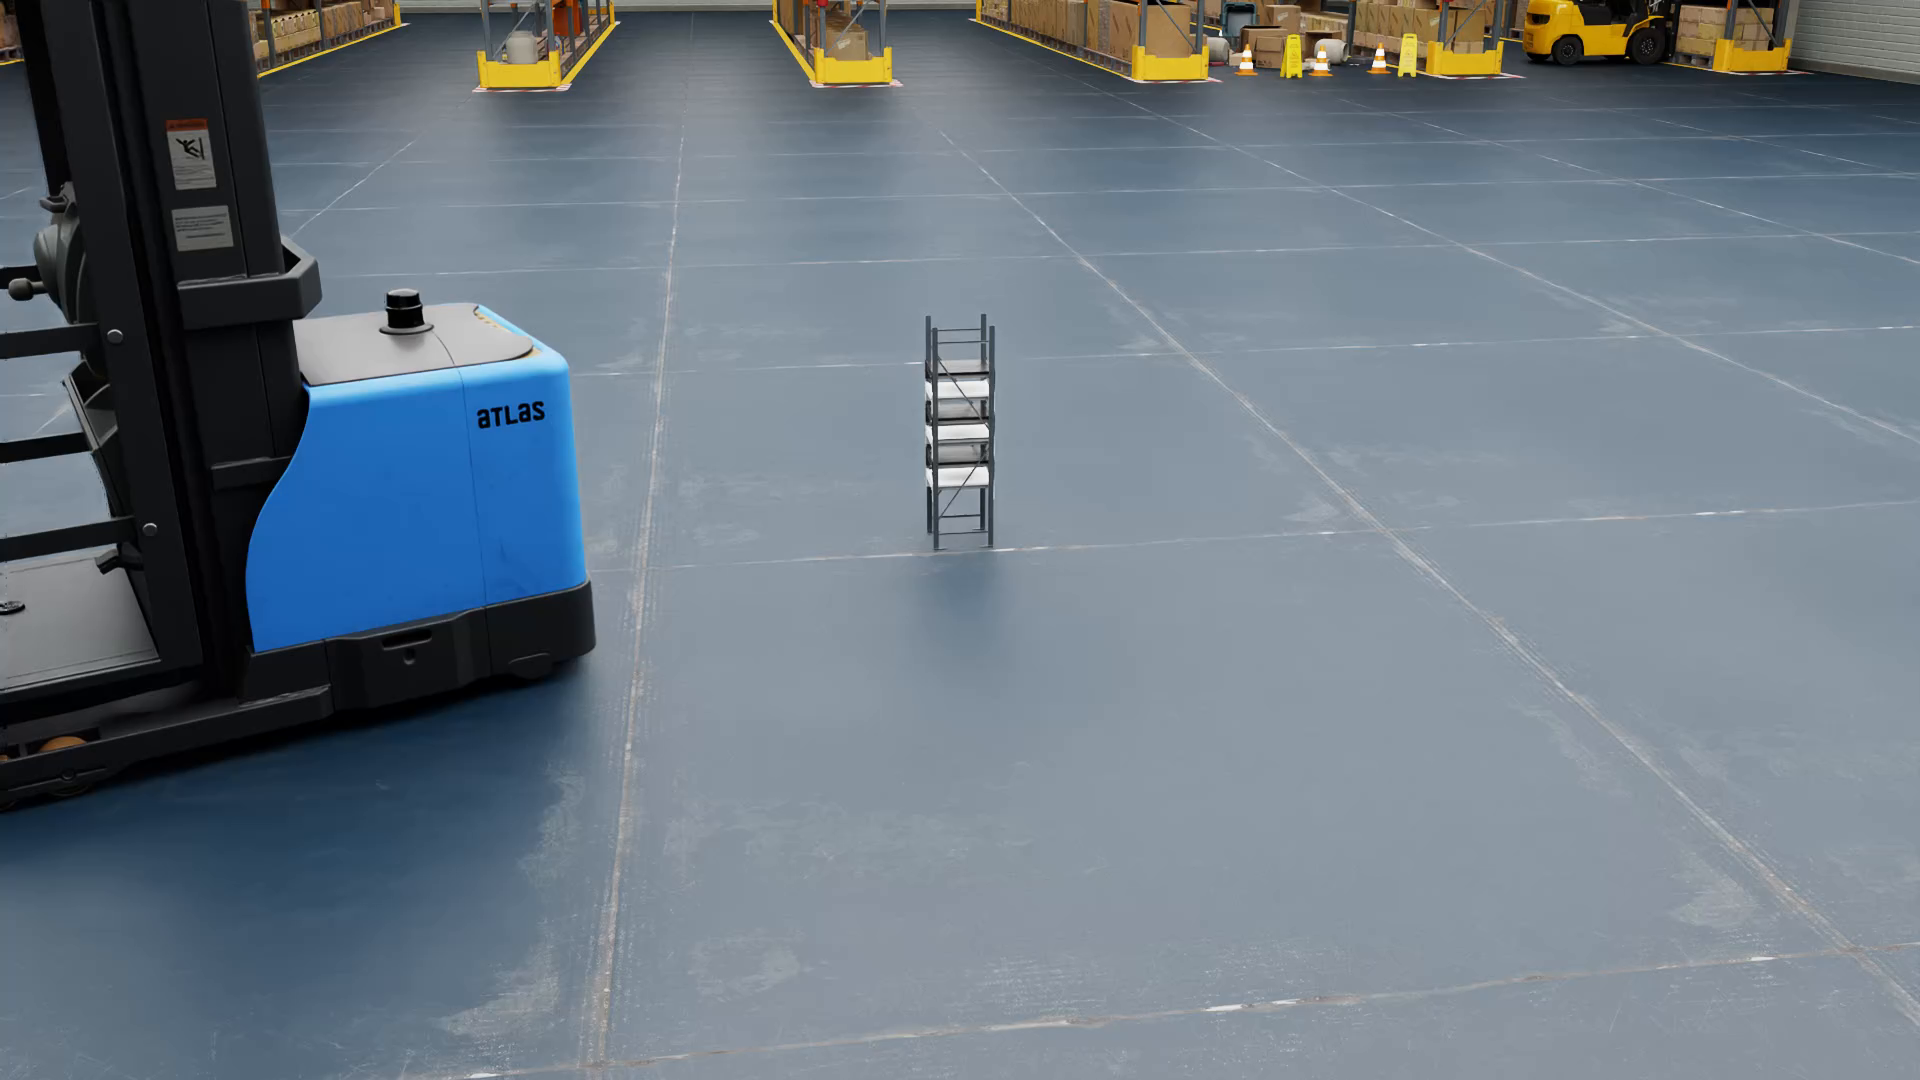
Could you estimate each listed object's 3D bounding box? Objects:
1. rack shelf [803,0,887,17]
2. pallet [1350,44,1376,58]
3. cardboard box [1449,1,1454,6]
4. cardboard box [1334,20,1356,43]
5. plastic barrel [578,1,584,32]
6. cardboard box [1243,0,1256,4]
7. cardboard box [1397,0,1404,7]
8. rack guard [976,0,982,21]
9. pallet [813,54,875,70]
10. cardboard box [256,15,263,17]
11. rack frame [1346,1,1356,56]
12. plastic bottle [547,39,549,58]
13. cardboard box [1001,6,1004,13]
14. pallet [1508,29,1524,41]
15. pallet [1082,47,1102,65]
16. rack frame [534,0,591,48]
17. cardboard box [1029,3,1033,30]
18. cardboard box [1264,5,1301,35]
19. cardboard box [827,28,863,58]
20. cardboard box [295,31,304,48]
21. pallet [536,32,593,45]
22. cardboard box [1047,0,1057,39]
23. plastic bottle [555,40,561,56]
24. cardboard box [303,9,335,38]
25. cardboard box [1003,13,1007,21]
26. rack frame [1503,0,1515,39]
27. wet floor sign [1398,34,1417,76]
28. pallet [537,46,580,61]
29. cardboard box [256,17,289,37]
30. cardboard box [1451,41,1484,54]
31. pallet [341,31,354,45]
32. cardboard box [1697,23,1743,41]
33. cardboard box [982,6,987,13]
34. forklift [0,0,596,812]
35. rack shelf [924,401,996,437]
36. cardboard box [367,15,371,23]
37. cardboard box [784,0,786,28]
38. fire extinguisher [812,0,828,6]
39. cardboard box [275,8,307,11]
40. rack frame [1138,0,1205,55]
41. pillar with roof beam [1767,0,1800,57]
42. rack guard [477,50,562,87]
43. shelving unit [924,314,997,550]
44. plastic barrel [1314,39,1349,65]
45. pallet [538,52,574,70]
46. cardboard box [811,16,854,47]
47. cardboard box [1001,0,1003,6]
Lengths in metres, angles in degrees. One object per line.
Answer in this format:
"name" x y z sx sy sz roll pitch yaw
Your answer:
"rack shelf" -1.921 -8.808 27.039 1.077 0.370 4.000 -3 21 -8
"pallet" 7.729 -8.800 29.975 1.003 0.211 1.213 -3 21 -8
"cardboard box" 11.289 -12.021 37.588 0.500 0.500 0.500 -3 21 -8
"cardboard box" 7.520 -9.484 30.977 0.950 0.372 0.625 -3 21 -7
"plastic barrel" -7.937 -10.599 33.653 0.600 0.588 0.708 -3 21 -8
"cardboard box" 6.751 -11.785 36.419 0.875 0.875 0.875 -2 21 -6
"cardboard box" 7.612 -9.082 28.077 0.380 0.149 0.250 -2 21 -5
"rack guard" 0.995 -13.010 40.834 1.175 0.500 0.348 -3 21 -8
"pallet" -1.898 -7.877 27.503 1.003 0.211 1.213 -3 21 -8
"cardboard box" -12.574 -9.163 29.489 0.500 0.311 0.500 -3 21 -8
"rack frame" 7.598 -10.337 30.105 1.000 3.000 0.127 -3 21 -8
"plastic bottle" -6.744 -8.072 27.295 0.061 0.283 0.133 -3 21 -8
"cardboard box" 1.149 -12.009 37.630 0.380 0.149 0.250 -4 21 -10
"pallet" 12.012 -10.380 34.206 1.003 0.211 1.213 -3 21 -8
"pallet" 2.746 -8.479 29.115 1.003 0.211 1.213 -3 21 -8
"rack frame" -7.687 -10.972 31.806 1.000 3.000 0.127 -3 21 -8
"cardboard box" 1.713 -10.857 34.471 0.500 0.500 0.500 -2 21 -6
"cardboard box" 5.841 -9.420 30.142 0.500 0.500 0.500 -3 21 -8
"cardboard box" -1.826 -7.900 26.553 0.500 0.500 0.500 2 21 6
"cardboard box" -12.047 -8.932 29.673 0.500 0.250 0.500 -3 21 -7
"pallet" -7.842 -9.937 33.019 1.003 0.211 1.213 -3 21 -8
"cardboard box" 2.265 -10.062 31.984 1.050 0.750 0.750 -3 21 -7
"plastic bottle" -6.638 -8.074 27.311 0.152 0.276 0.135 -3 21 -7
"cardboard box" -12.372 -9.931 31.961 0.500 0.500 0.500 -2 21 -5
"cardboard box" 1.167 -11.802 37.502 0.380 0.149 0.250 -3 21 -7
"rack frame" 11.932 -11.973 34.487 1.000 3.000 0.127 -3 21 -8
"wet floor sign" 7.143 -7.729 26.488 0.267 0.644 0.232 4 21 11
"pallet" -7.262 -8.551 29.309 1.003 0.211 1.213 -3 21 -8
"cardboard box" -11.892 -8.839 28.623 0.500 0.311 0.500 -3 21 -8
"cardboard box" 8.332 -8.154 27.590 0.500 0.250 0.500 -3 21 -8
"pallet" -12.832 -10.099 33.454 1.003 0.211 1.213 -3 21 -8
"cardboard box" 12.706 -8.499 27.800 0.500 0.250 0.500 -3 21 -8
"cardboard box" 0.743 -12.871 40.363 0.380 0.149 0.250 -2 21 -7
"forklift" -2.743 -0.816 4.711 3.031 2.935 1.130 -12 24 -29
"rack shelf" -0.001 -0.477 6.546 0.258 0.077 0.200 -3 21 -8
"cardboard box" -13.146 -11.443 36.486 0.380 0.166 0.250 -3 21 -8
"cardboard box" -2.985 -10.972 34.243 1.225 0.875 0.875 -3 21 -8
"fire extinguisher" -2.072 -8.353 24.904 0.296 0.674 0.183 -3 21 -8
"cardboard box" -12.956 -10.071 32.336 0.500 0.500 0.500 -2 21 -6
"rack frame" 3.290 -8.667 25.635 1.000 3.000 0.127 -3 21 -8
"pillar with roof beam" 9.617 -12.083 26.207 9.100 9.000 0.400 -3 21 -8
"rack guard" -6.591 -7.055 24.891 1.175 0.500 0.348 -3 21 -8
"shelving unit" -0.001 -0.424 6.566 0.258 0.900 0.210 -3 21 -8
"plastic barrel" 6.378 -8.384 28.558 0.512 0.421 0.421 12 24 30
"pallet" -7.055 -8.046 27.958 1.003 0.211 1.213 -3 21 -8
"cardboard box" -2.276 -9.086 29.699 0.700 0.500 0.500 -5 21 -12
"cardboard box" 1.133 -12.244 37.836 0.380 0.149 0.250 -3 21 -8
